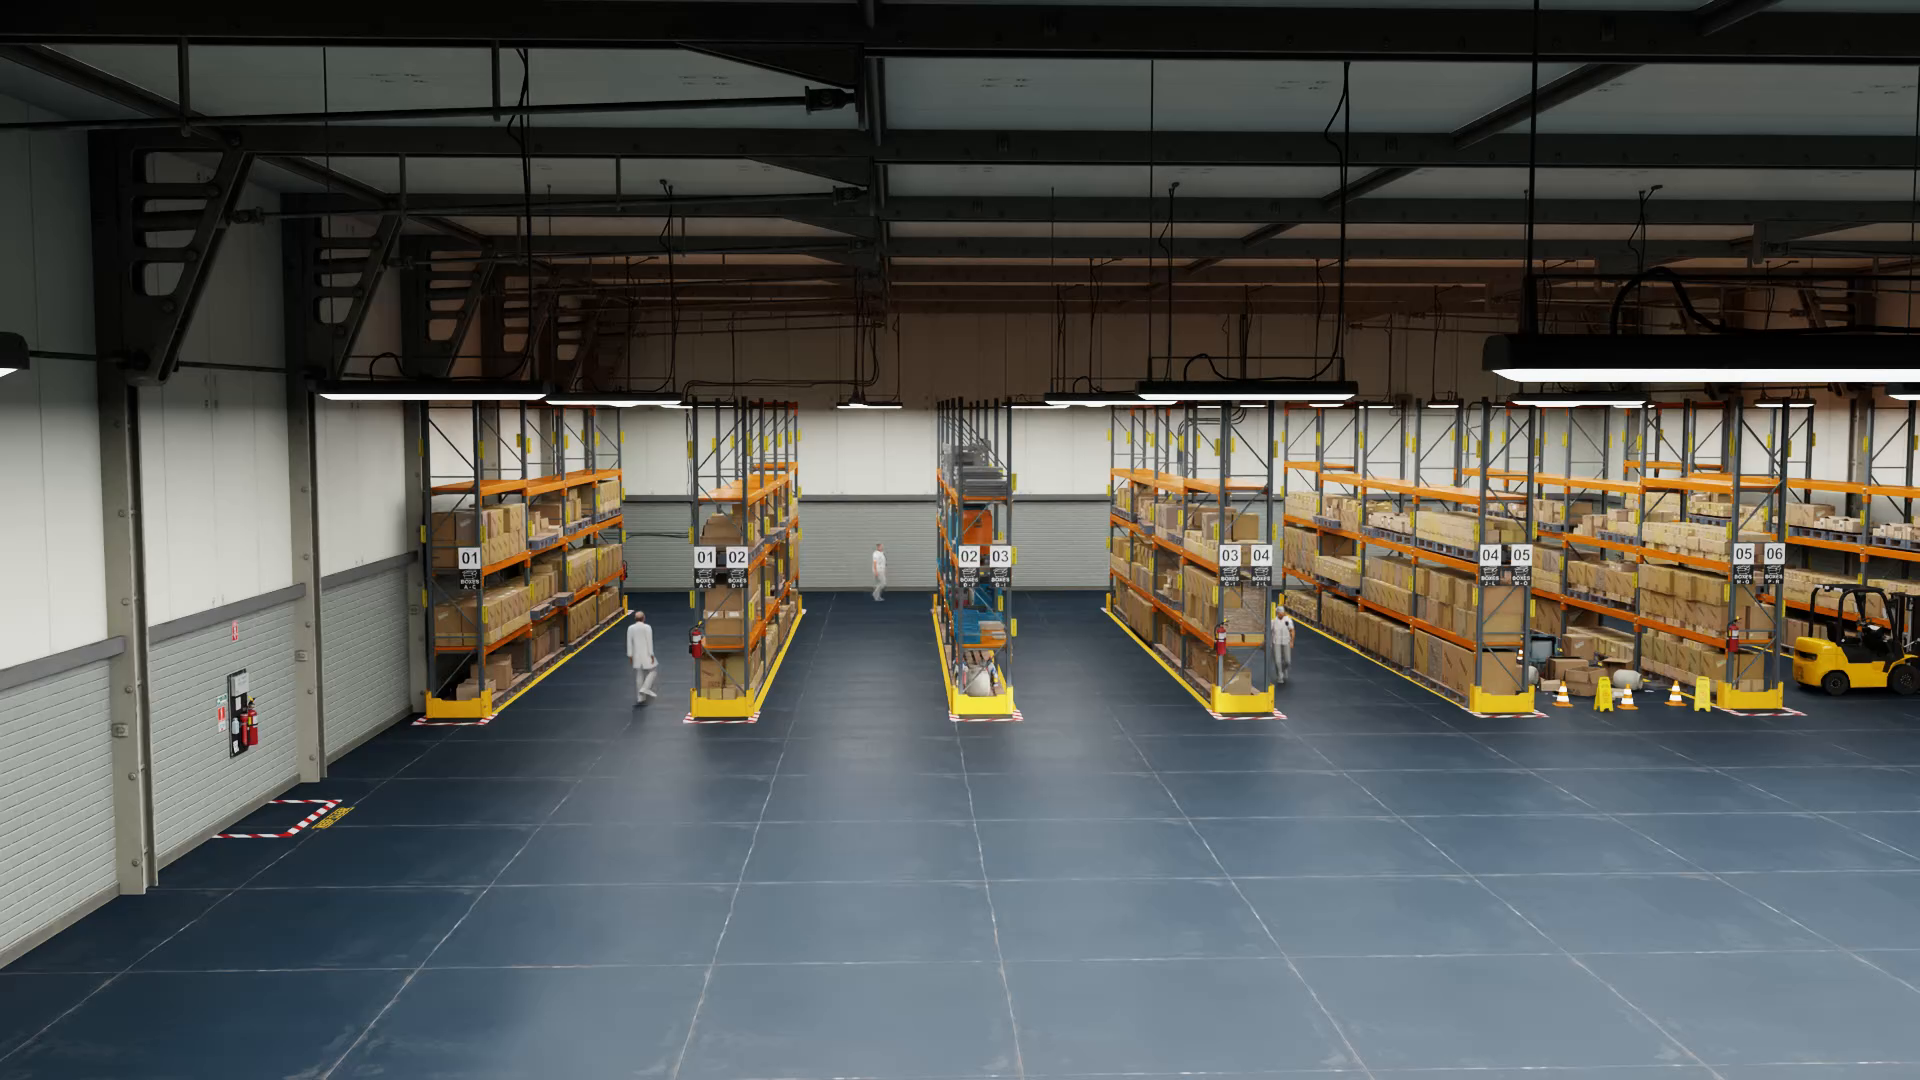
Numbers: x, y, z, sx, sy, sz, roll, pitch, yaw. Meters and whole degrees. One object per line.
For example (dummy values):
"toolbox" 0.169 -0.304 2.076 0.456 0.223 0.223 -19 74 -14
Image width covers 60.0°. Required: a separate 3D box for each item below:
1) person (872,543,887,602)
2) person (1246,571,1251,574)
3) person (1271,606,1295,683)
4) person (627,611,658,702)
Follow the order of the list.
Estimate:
"person" -2.422 0.966 50.171 0.455 1.783 0.557 0 4 0
"person" 8.730 1.073 49.568 0.668 1.608 0.479 0 4 -4
"person" 6.813 2.192 35.238 0.539 1.642 0.602 1 4 8
"person" -6.287 2.298 32.825 0.628 1.770 0.572 1 4 8
